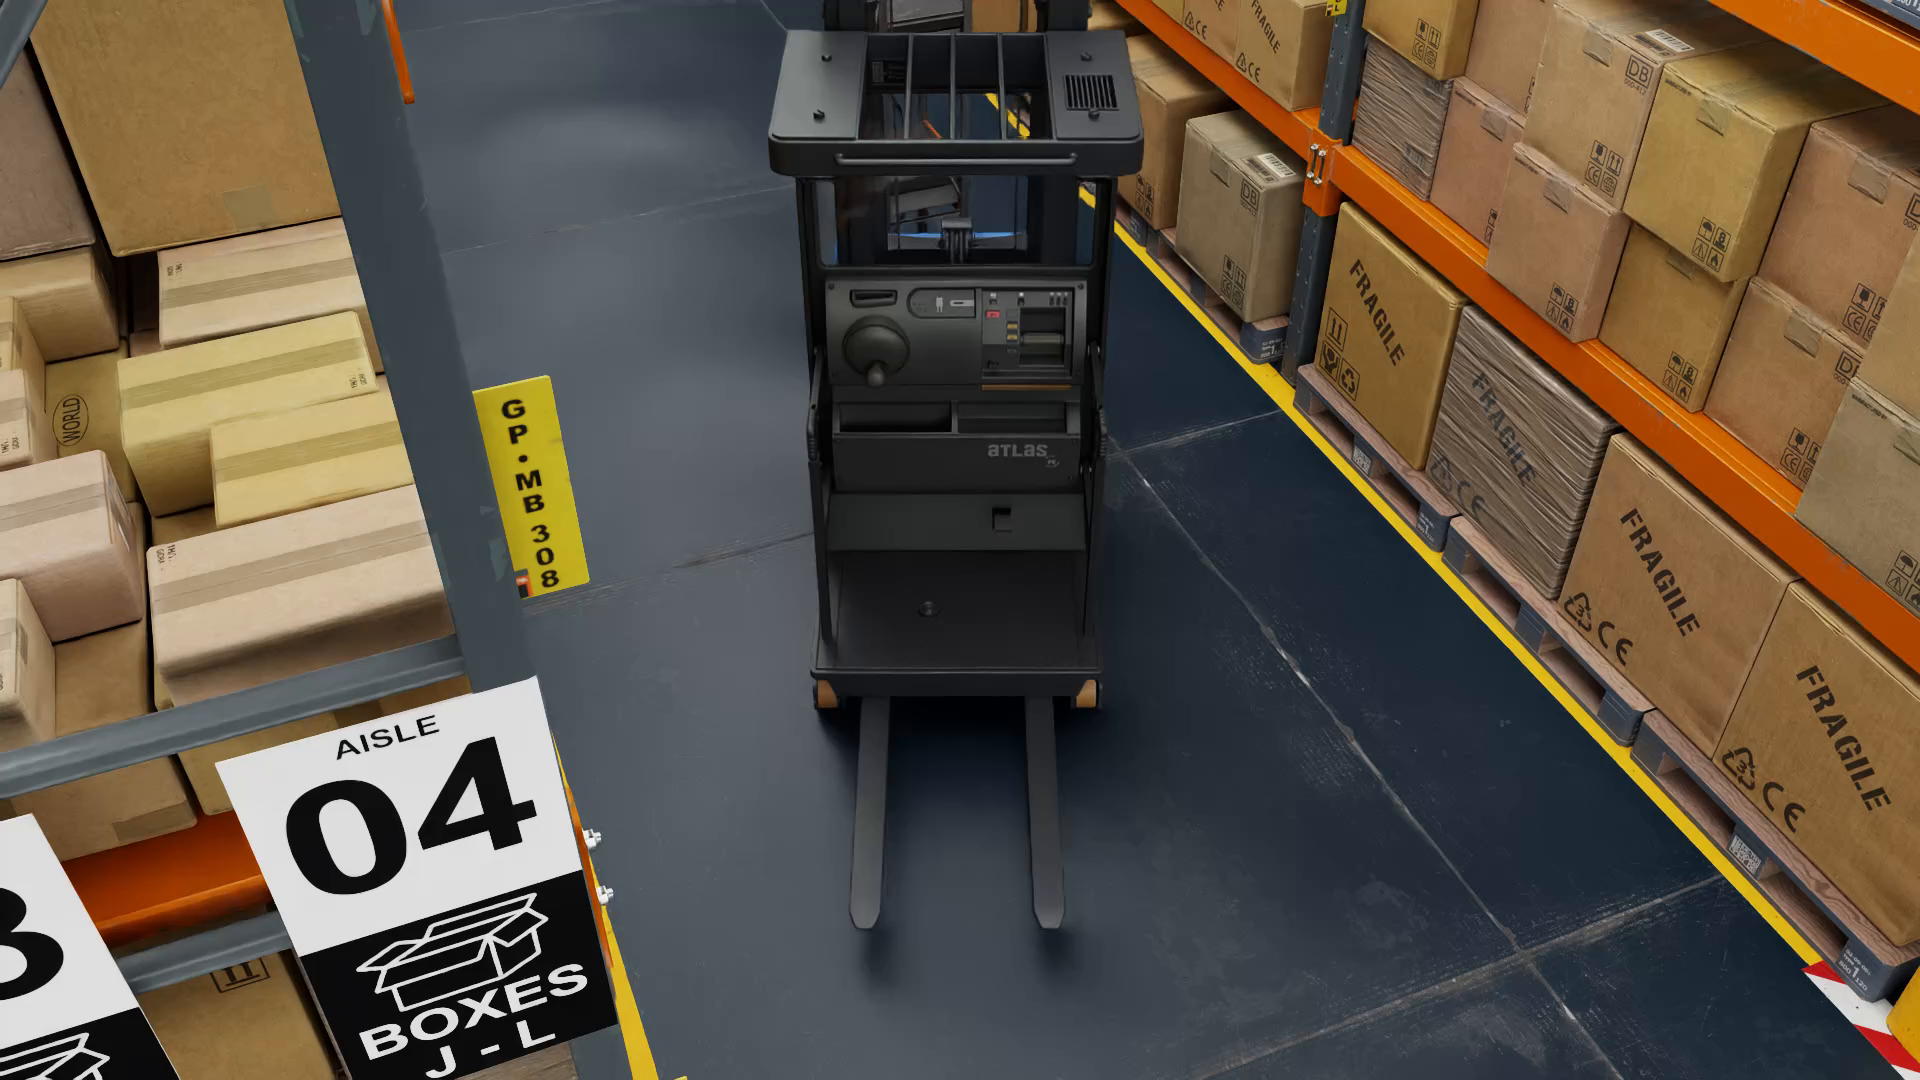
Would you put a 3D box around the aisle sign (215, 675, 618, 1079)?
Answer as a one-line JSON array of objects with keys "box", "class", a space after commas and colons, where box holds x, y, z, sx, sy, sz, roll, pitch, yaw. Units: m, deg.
[{"box": [-0.729, 0.523, 2.347, 0.394, 0.787, 0.004, -15, 43, -17], "class": "aisle sign"}]

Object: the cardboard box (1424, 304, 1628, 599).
[{"box": [2.585, -0.455, 6.786, 0.875, 0.875, 0.875, -15, 43, -17], "class": "cardboard box"}]

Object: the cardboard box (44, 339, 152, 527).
[{"box": [-1.643, -0.061, 2.835, 0.500, 0.250, 0.500, -15, 43, -17], "class": "cardboard box"}]

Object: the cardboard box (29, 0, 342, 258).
[{"box": [-1.348, -0.893, 2.999, 0.500, 0.500, 0.500, -15, 43, -17], "class": "cardboard box"}]

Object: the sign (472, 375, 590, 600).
[{"box": [-0.528, -0.058, 2.045, 0.100, 0.325, 0.005, -15, 43, -17], "class": "sign"}]

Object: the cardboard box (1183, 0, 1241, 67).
[{"box": [1.421, -2.629, 7.930, 0.500, 0.500, 0.500, -16, 43, -17], "class": "cardboard box"}]

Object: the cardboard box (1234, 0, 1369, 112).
[{"box": [1.614, -2.325, 7.577, 0.500, 0.500, 0.500, -15, 43, -17], "class": "cardboard box"}]

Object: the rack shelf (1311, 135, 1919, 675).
[{"box": [2.826, -0.562, 6.155, 1.077, 0.370, 4.000, -15, 43, -17], "class": "rack shelf"}]

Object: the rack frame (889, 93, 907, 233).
[{"box": [-0.338, -1.699, 7.610, 0.380, 1.831, 0.006, -15, 43, -18], "class": "rack frame"}]

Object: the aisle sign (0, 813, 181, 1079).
[{"box": [-1.283, 0.673, 2.173, 0.394, 0.787, 0.004, -15, 43, -17], "class": "aisle sign"}]

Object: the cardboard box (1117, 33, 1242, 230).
[{"box": [1.375, -2.279, 9.003, 1.050, 0.750, 0.750, -15, 43, -17], "class": "cardboard box"}]

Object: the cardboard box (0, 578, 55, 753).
[{"box": [-1.424, 0.226, 2.196, 0.380, 0.149, 0.250, -15, 43, -17], "class": "cardboard box"}]

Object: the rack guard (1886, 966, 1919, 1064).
[{"box": [3.601, 1.332, 5.317, 1.175, 0.500, 0.348, -15, 43, -17], "class": "rack guard"}]

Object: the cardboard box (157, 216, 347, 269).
[{"box": [-1.269, -0.540, 3.085, 0.380, 0.149, 0.250, -15, 43, -17], "class": "cardboard box"}]

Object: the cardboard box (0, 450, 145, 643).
[{"box": [-1.415, 0.039, 2.412, 0.380, 0.149, 0.250, -16, 43, -18], "class": "cardboard box"}]

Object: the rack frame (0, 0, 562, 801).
[{"box": [-1.030, -0.728, 1.195, 1.000, 3.000, 0.127, -15, 43, -17], "class": "rack frame"}]

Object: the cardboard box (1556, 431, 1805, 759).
[{"box": [2.932, 0.095, 6.147, 0.875, 0.875, 0.875, -16, 43, -18], "class": "cardboard box"}]

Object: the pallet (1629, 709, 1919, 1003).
[{"box": [3.213, 0.965, 5.966, 1.003, 0.211, 1.213, -15, 43, -17], "class": "pallet"}]

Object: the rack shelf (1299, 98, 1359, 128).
[{"box": [1.296, -3.046, 8.893, 0.919, 0.124, 3.809, -15, 43, -17], "class": "rack shelf"}]

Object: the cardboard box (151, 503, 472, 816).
[{"box": [-0.975, 0.111, 2.634, 0.500, 0.250, 0.500, -14, 43, -16], "class": "cardboard box"}]

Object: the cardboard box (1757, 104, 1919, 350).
[{"box": [3.101, -1.009, 5.179, 0.875, 0.550, 0.550, -15, 43, -17], "class": "cardboard box"}]

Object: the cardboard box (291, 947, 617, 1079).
[{"box": [-0.988, 0.617, 3.160, 0.500, 0.500, 0.500, -15, 43, -17], "class": "cardboard box"}]

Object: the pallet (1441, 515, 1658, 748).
[{"box": [2.750, 0.231, 6.819, 1.003, 0.211, 1.213, -15, 43, -17], "class": "pallet"}]

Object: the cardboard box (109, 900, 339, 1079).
[{"box": [-1.808, 0.653, 4.451, 1.144, 2.239, 2.984, -3, 41, -3], "class": "cardboard box"}]

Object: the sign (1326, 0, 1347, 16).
[{"box": [1.563, -2.307, 6.805, 0.100, 0.325, 0.005, -15, 43, -17], "class": "sign"}]

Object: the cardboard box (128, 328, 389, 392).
[{"box": [-1.178, -0.198, 2.994, 0.500, 0.250, 0.500, -16, 43, -18], "class": "cardboard box"}]

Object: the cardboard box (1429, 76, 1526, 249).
[{"box": [2.445, -1.551, 6.639, 0.875, 0.550, 0.550, -15, 43, -17], "class": "cardboard box"}]

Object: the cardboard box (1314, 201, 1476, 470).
[{"box": [2.237, -0.997, 7.416, 0.875, 0.875, 0.875, -14, 43, -16], "class": "cardboard box"}]

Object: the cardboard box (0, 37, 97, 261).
[{"box": [-1.857, -0.802, 2.893, 0.500, 0.500, 0.500, -15, 43, -17], "class": "cardboard box"}]

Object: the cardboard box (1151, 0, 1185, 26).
[{"box": [1.228, -2.934, 8.284, 0.500, 0.500, 0.500, -15, 43, -16], "class": "cardboard box"}]

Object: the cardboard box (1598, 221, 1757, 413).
[{"box": [2.838, -0.902, 5.884, 0.875, 0.550, 0.500, -15, 43, -17], "class": "cardboard box"}]

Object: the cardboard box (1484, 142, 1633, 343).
[{"box": [2.542, -1.197, 6.226, 0.875, 0.550, 0.550, -15, 43, -17], "class": "cardboard box"}]

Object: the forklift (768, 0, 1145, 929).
[{"box": [-0.015, -0.661, 5.771, 1.121, 2.935, 3.031, 0, 41, 0], "class": "forklift"}]

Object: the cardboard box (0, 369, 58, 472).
[{"box": [-1.621, -0.098, 2.572, 0.380, 0.149, 0.250, -17, 43, -19], "class": "cardboard box"}]

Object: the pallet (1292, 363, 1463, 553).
[{"box": [2.280, -0.505, 7.675, 1.003, 0.211, 1.213, -15, 43, -17], "class": "pallet"}]

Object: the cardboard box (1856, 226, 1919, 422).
[{"box": [3.190, -0.638, 4.748, 0.875, 0.550, 0.550, -15, 43, -17], "class": "cardboard box"}]

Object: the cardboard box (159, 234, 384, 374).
[{"box": [-1.180, -0.392, 2.914, 0.380, 0.149, 0.250, -13, 42, -15], "class": "cardboard box"}]

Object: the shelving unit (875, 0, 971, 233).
[{"box": [5.091, -4.068, 7.952, 11.797, 5.258, 0.853, -15, 43, -18], "class": "shelving unit"}]

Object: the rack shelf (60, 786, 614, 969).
[{"box": [-1.795, -0.523, 3.808, 1.077, 0.370, 4.000, -15, 43, -17], "class": "rack shelf"}]

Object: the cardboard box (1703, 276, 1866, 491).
[{"box": [3.079, -0.594, 5.525, 0.875, 0.550, 0.550, -15, 43, -17], "class": "cardboard box"}]

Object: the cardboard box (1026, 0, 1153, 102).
[{"box": [1.018, -2.840, 9.656, 1.050, 0.750, 0.750, -14, 43, -16], "class": "cardboard box"}]

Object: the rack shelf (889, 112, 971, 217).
[{"box": [-0.246, -1.541, 7.448, 0.431, 0.518, 0.480, -15, 43, -18], "class": "rack shelf"}]

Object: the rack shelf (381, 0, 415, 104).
[{"box": [-1.795, -1.659, 2.832, 1.077, 0.370, 4.000, -15, 43, -17], "class": "rack shelf"}]

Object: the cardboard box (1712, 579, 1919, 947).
[{"box": [3.271, 0.624, 5.531, 0.875, 0.875, 0.875, -15, 43, -17], "class": "cardboard box"}]

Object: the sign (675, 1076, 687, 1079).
[{"box": [-0.528, 1.083, 3.026, 0.100, 0.325, 0.005, -15, 43, -17], "class": "sign"}]

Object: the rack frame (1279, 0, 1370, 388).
[{"box": [2.061, -2.039, 7.321, 1.000, 3.000, 0.127, -15, 43, -17], "class": "rack frame"}]

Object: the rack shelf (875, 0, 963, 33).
[{"box": [-0.234, -2.179, 6.906, 0.368, 0.174, 0.457, -15, 43, -18], "class": "rack shelf"}]

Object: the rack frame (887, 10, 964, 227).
[{"box": [-0.150, -1.405, 7.269, 0.380, 1.831, 0.006, -15, 43, -18], "class": "rack frame"}]

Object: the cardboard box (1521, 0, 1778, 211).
[{"box": [2.568, -1.613, 5.882, 0.875, 0.550, 0.550, -15, 43, -17], "class": "cardboard box"}]

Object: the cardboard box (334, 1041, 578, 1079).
[{"box": [-1.215, 1.058, 3.415, 0.875, 0.500, 0.500, -15, 43, -17], "class": "cardboard box"}]

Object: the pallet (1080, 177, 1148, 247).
[{"box": [1.226, -2.164, 9.605, 1.003, 0.211, 1.213, -15, 43, -17], "class": "pallet"}]

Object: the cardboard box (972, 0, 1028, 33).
[{"box": [0.680, -3.366, 10.267, 1.050, 0.750, 0.750, -16, 43, -17], "class": "cardboard box"}]
